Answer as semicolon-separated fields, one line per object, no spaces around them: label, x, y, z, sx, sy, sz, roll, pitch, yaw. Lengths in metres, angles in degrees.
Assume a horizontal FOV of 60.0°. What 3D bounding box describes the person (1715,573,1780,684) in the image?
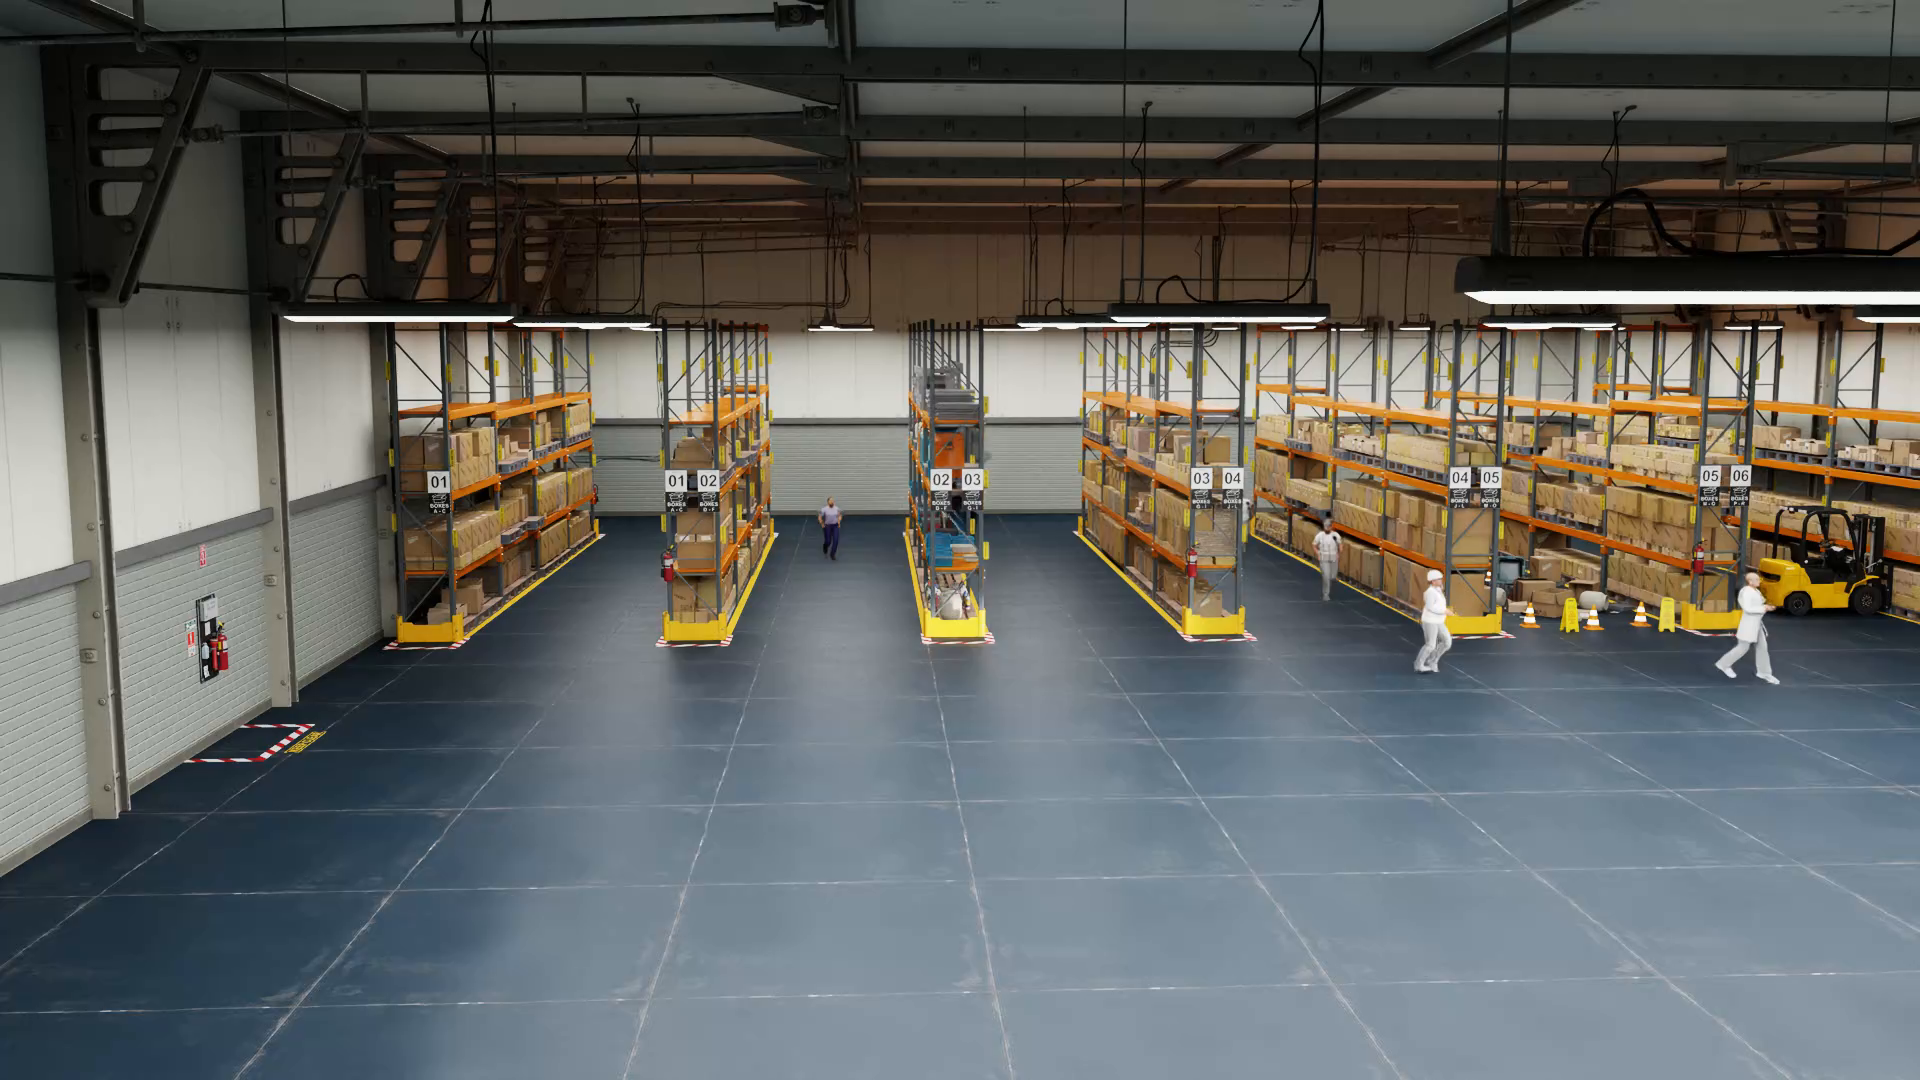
person;13.025;1.437;27.426;0.986;1.808;0.701;6;9;40

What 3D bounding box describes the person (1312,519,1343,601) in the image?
person;7.983;0.410;36.117;0.658;1.763;0.612;0;7;2

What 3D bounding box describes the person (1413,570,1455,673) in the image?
person;8.041;1.398;28.087;0.692;1.793;0.685;5;9;35

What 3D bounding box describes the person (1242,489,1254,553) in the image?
person;7.442;-0.511;43.678;0.582;1.679;0.842;0;7;3

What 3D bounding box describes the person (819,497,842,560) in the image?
person;-3.296;-0.301;42.462;0.613;1.608;0.586;-2;7;-18
